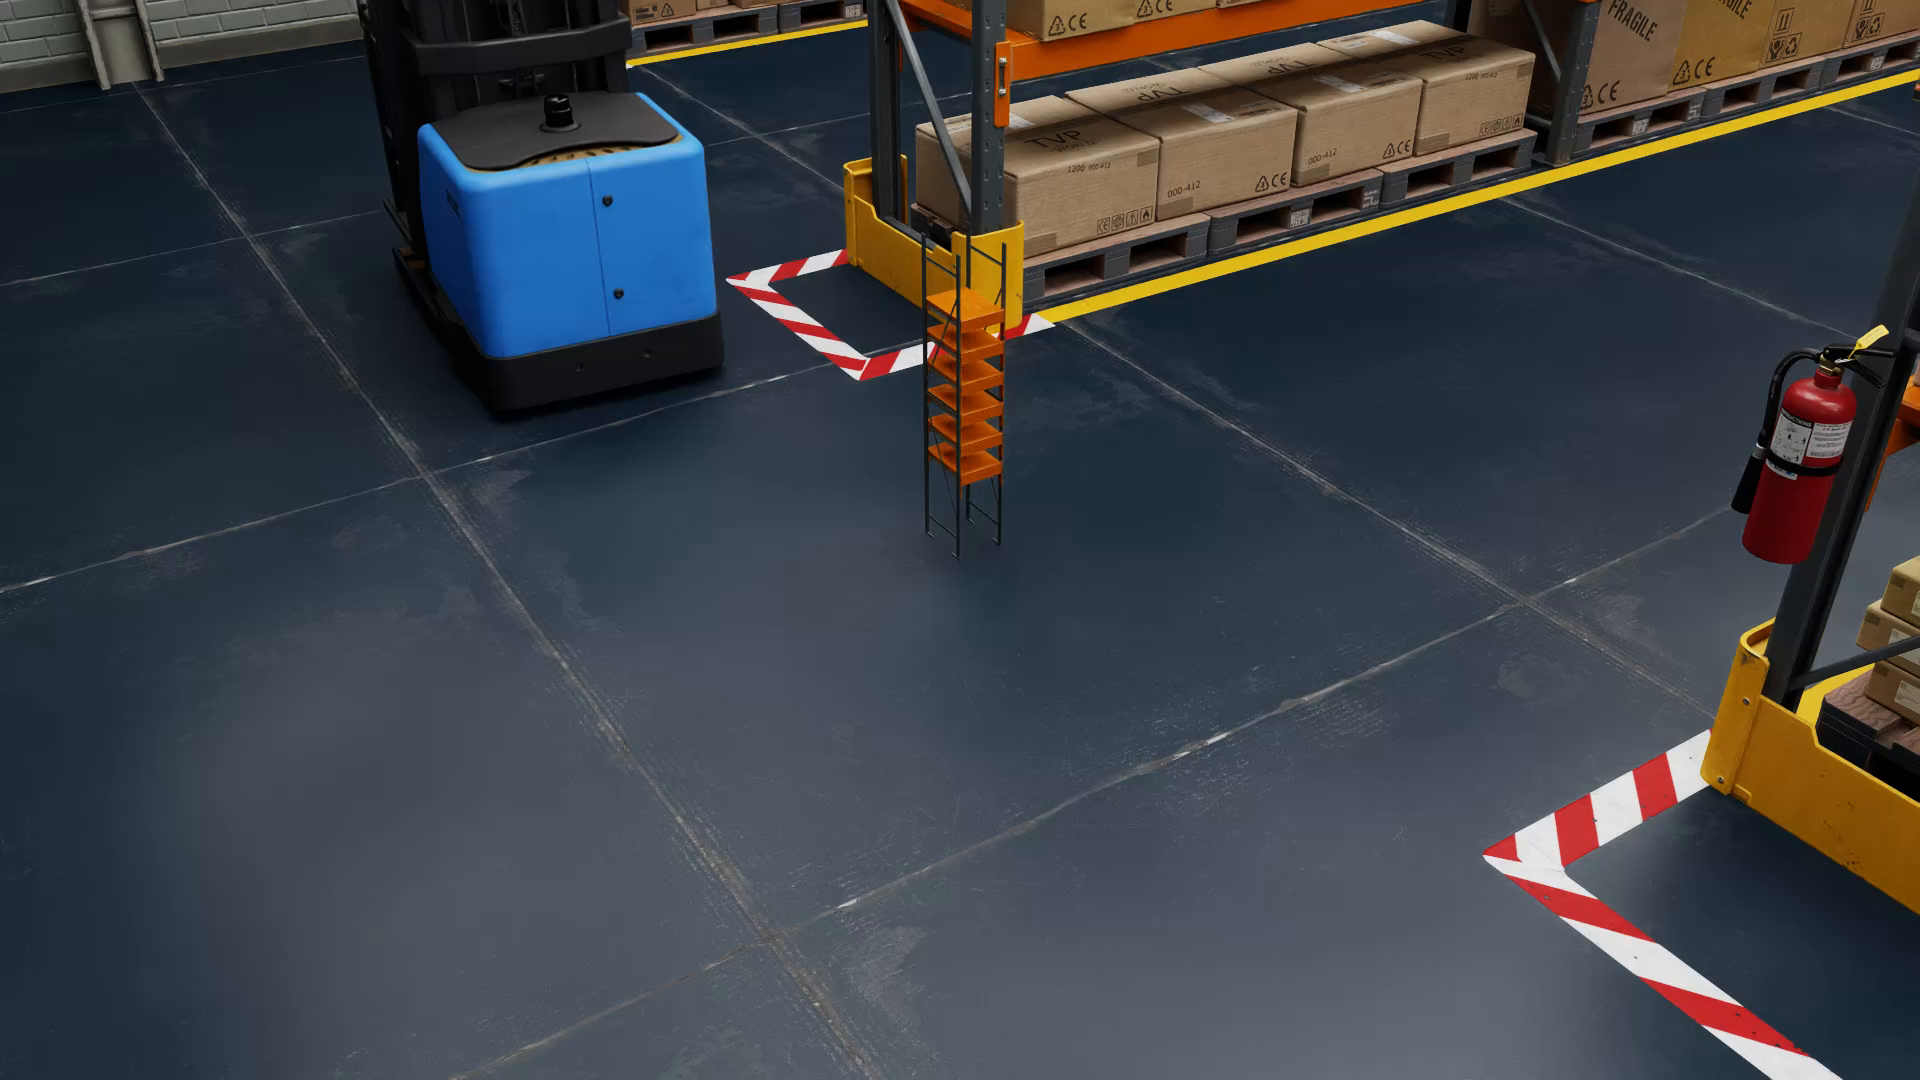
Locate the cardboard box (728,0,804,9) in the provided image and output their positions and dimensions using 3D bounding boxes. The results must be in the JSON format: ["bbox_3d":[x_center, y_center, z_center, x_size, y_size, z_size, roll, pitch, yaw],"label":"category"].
[{"bbox_3d":[-1.509,-4.218,12.075,0.500,0.500,0.700,-17,36,-25],"label":"cardboard box"}]

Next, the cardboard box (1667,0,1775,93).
[{"bbox_3d":[4.473,-3.424,10.464,0.875,0.875,0.875,-18,36,-26],"label":"cardboard box"}]

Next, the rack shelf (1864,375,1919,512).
[{"bbox_3d":[4.326,-0.592,5.052,4.000,0.370,1.077,-19,37,-27],"label":"rack shelf"}]

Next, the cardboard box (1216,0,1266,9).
[{"bbox_3d":[1.285,-2.859,7.877,0.500,0.500,0.500,-19,37,-28],"label":"cardboard box"}]

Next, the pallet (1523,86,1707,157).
[{"bbox_3d":[3.848,-2.743,10.400,1.213,0.211,1.003,-19,37,-27],"label":"pallet"}]

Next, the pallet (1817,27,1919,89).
[{"bbox_3d":[5.899,-3.448,11.518,1.213,0.211,1.003,-19,37,-27],"label":"pallet"}]

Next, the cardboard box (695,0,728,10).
[{"bbox_3d":[-1.871,-3.945,11.971,0.250,0.149,0.380,-21,38,-29],"label":"cardboard box"}]

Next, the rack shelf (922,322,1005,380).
[{"bbox_3d":[0.012,-0.677,5.832,0.180,0.103,0.258,-19,37,-27],"label":"rack shelf"}]

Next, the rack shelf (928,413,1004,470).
[{"bbox_3d":[0.012,-0.373,6.024,0.180,0.103,0.258,-19,37,-27],"label":"rack shelf"}]

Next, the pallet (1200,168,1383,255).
[{"bbox_3d":[1.532,-1.946,9.137,1.213,0.211,1.003,-19,37,-27],"label":"pallet"}]

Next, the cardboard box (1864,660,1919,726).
[{"bbox_3d":[2.975,0.464,4.981,0.250,0.149,0.380,-18,37,-26],"label":"cardboard box"}]

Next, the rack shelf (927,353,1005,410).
[{"bbox_3d":[0.012,-0.576,5.896,0.180,0.103,0.258,-19,37,-27],"label":"rack shelf"}]

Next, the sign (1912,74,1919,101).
[{"bbox_3d":[2.361,-1.196,3.954,0.005,0.325,0.100,-19,37,-27],"label":"sign"}]

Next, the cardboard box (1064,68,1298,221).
[{"bbox_3d":[1.143,-2.107,8.786,0.875,0.438,0.875,-18,36,-26],"label":"cardboard box"}]

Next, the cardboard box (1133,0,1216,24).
[{"bbox_3d":[0.847,-2.720,7.657,0.500,0.500,0.500,-20,37,-28],"label":"cardboard box"}]

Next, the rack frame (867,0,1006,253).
[{"bbox_3d":[-0.122,-2.509,7.416,0.127,3.000,1.000,-19,37,-27],"label":"rack frame"}]

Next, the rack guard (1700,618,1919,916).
[{"bbox_3d":[2.709,0.717,4.645,0.348,0.500,1.175,-19,37,-27],"label":"rack guard"}]

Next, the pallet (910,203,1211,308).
[{"bbox_3d":[0.508,-1.596,8.582,1.213,0.211,1.003,-19,37,-27],"label":"pallet"}]

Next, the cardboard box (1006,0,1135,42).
[{"bbox_3d":[0.437,-2.561,7.405,0.500,0.500,0.500,-19,37,-28],"label":"cardboard box"}]

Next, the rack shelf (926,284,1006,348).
[{"bbox_3d":[0.012,-0.779,5.768,0.180,0.103,0.258,-19,37,-27],"label":"rack shelf"}]

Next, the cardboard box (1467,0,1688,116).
[{"bbox_3d":[3.718,-3.159,10.045,0.875,0.875,0.875,-18,36,-26],"label":"cardboard box"}]

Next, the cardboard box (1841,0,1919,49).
[{"bbox_3d":[5.977,-3.938,11.279,0.875,0.875,0.875,-19,37,-28],"label":"cardboard box"}]

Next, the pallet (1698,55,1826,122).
[{"bbox_3d":[4.874,-3.097,10.962,1.213,0.211,1.003,-19,37,-27],"label":"pallet"}]

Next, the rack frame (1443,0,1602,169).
[{"bbox_3d":[3.240,-3.665,9.249,0.127,3.000,1.000,-19,37,-27],"label":"rack frame"}]

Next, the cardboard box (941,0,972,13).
[{"bbox_3d":[0.140,-2.809,7.798,0.500,0.500,0.500,-19,37,-27],"label":"cardboard box"}]

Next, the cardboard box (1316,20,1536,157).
[{"bbox_3d":[2.654,-2.626,9.609,0.875,0.438,0.875,-20,37,-28],"label":"cardboard box"}]

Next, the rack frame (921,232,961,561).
[{"bbox_3d":[-0.065,-0.485,5.895,0.006,1.200,0.240,-19,37,-27],"label":"rack frame"}]

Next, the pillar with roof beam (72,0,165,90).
[{"bbox_3d":[-3.236,-4.965,5.687,0.400,9.000,9.100,-19,37,-27],"label":"pillar with roof beam"}]

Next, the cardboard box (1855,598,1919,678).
[{"bbox_3d":[2.934,0.303,4.957,0.250,0.149,0.380,-20,37,-29],"label":"cardboard box"}]

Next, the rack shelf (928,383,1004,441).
[{"bbox_3d":[0.012,-0.474,5.960,0.180,0.103,0.258,-19,37,-27],"label":"rack shelf"}]

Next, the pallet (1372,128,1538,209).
[{"bbox_3d":[2.559,-2.301,9.700,1.213,0.211,1.003,-19,37,-27],"label":"pallet"}]

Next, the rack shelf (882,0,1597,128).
[{"bbox_3d":[1.559,-2.783,8.524,4.000,0.370,1.077,-19,37,-27],"label":"rack shelf"}]

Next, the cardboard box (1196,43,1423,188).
[{"bbox_3d":[1.902,-2.367,9.198,0.875,0.438,0.875,-20,37,-29],"label":"cardboard box"}]

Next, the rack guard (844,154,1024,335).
[{"bbox_3d":[-0.142,-1.445,8.072,0.348,0.500,1.175,-19,37,-27],"label":"rack guard"}]

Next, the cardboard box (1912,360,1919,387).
[{"bbox_3d":[2.766,-0.433,4.361,0.250,0.149,0.380,-19,37,-27],"label":"cardboard box"}]

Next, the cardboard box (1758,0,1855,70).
[{"bbox_3d":[5.225,-3.682,10.873,0.875,0.875,0.875,-19,37,-27],"label":"cardboard box"}]

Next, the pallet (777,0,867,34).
[{"bbox_3d":[-1.056,-4.158,12.643,1.213,0.211,1.003,-19,37,-27],"label":"pallet"}]

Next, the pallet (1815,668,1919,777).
[{"bbox_3d":[3.411,0.620,5.069,1.213,0.211,1.003,-19,37,-27],"label":"pallet"}]

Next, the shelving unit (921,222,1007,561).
[{"bbox_3d":[0.012,-0.512,5.937,0.189,1.200,0.258,-19,37,-27],"label":"shelving unit"}]

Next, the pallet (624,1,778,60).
[{"bbox_3d":[-2.081,-3.807,12.088,1.213,0.211,1.003,-19,37,-27],"label":"pallet"}]

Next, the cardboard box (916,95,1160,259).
[{"bbox_3d":[0.379,-1.839,8.361,0.875,0.438,0.875,-20,38,-29],"label":"cardboard box"}]

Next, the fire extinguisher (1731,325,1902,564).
[{"bbox_3d":[2.183,-0.262,4.276,0.183,0.674,0.296,-19,37,-27],"label":"fire extinguisher"}]

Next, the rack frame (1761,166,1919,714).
[{"bbox_3d":[2.645,-0.318,3.943,0.127,3.000,1.000,-19,37,-27],"label":"rack frame"}]

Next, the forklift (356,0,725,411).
[{"bbox_3d":[-2.174,-2.546,7.539,1.130,2.935,3.031,-16,35,-23],"label":"forklift"}]

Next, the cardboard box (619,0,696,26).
[{"bbox_3d":[-2.249,-3.990,11.710,0.637,0.503,0.797,-21,38,-29],"label":"cardboard box"}]

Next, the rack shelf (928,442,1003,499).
[{"bbox_3d":[0.012,-0.271,6.088,0.180,0.103,0.258,-19,37,-27],"label":"rack shelf"}]

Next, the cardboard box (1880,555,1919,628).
[{"bbox_3d":[2.953,0.191,4.856,0.250,0.149,0.380,-19,37,-27],"label":"cardboard box"}]

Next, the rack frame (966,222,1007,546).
[{"bbox_3d":[0.089,-0.538,5.978,0.006,1.200,0.240,-19,37,-27],"label":"rack frame"}]
